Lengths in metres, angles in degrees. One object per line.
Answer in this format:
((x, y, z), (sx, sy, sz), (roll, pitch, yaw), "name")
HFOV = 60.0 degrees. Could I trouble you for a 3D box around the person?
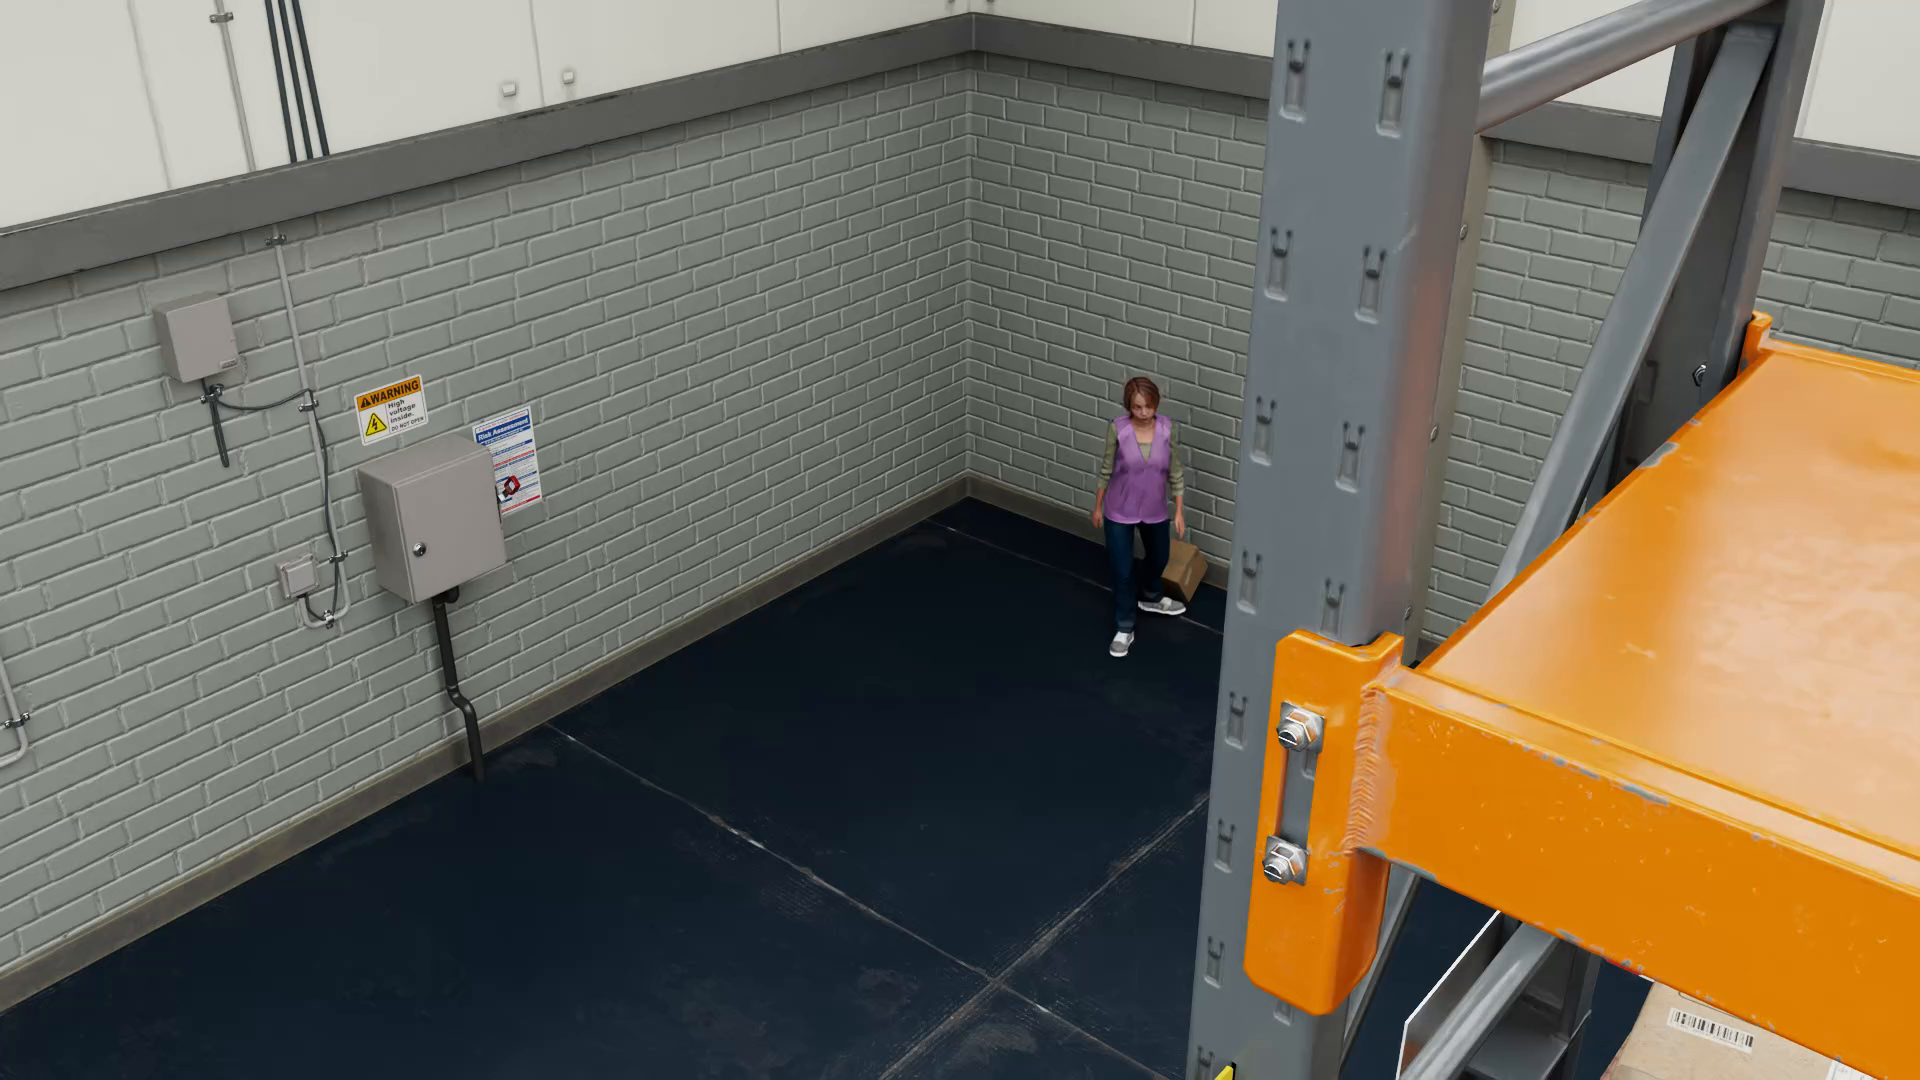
((1.017, -0.171, 8.969), (0.598, 1.577, 0.475), (-6, 28, -11), "person")
